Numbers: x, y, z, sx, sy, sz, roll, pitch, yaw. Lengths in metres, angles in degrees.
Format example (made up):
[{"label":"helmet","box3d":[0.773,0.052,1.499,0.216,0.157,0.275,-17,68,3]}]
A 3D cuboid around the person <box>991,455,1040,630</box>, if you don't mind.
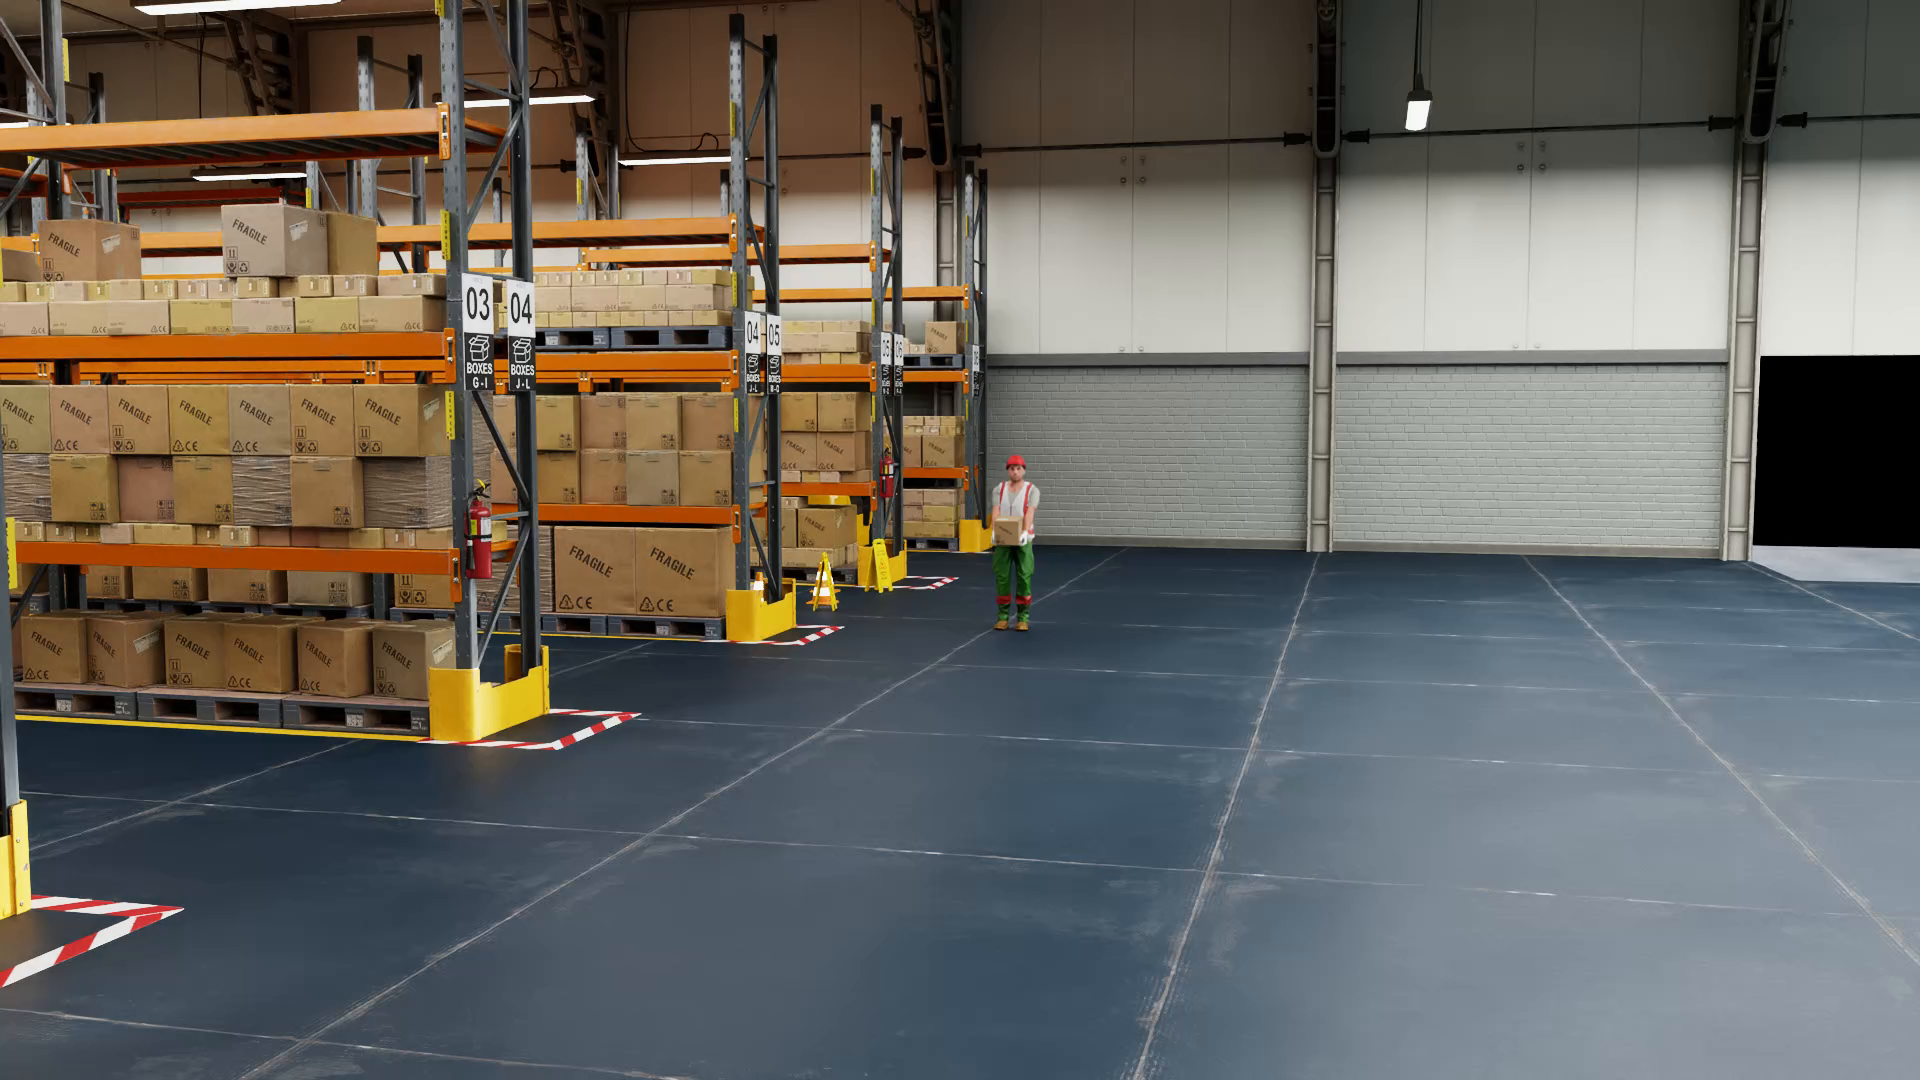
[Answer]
[{"label":"person","box3d":[0.547,0.030,16.957,0.495,1.787,0.553,1,5,13]}]
